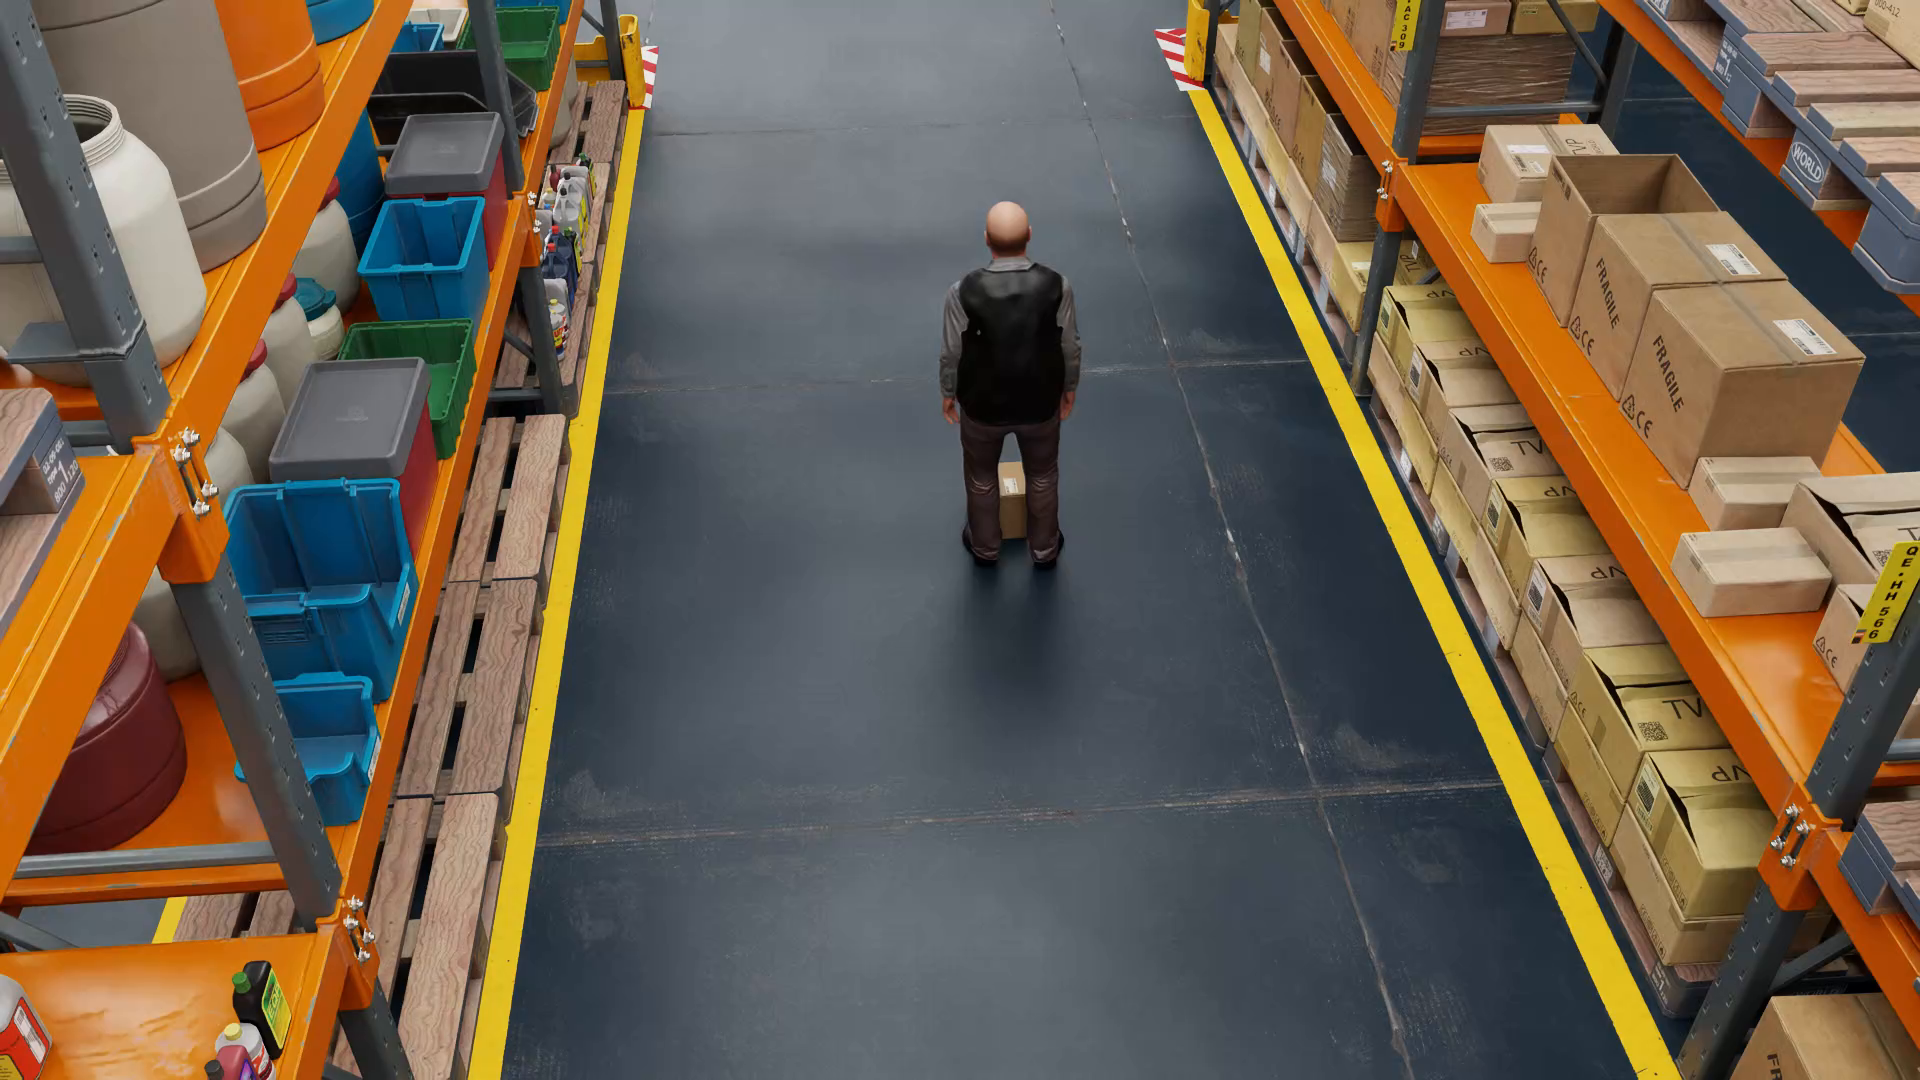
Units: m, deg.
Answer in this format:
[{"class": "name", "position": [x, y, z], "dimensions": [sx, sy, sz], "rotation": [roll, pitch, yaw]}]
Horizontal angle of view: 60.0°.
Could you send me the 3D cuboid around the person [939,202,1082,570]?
[{"class": "person", "position": [0.204, -0.588, 6.903], "dimensions": [0.580, 1.721, 0.463], "rotation": [-3, 39, -4]}]
